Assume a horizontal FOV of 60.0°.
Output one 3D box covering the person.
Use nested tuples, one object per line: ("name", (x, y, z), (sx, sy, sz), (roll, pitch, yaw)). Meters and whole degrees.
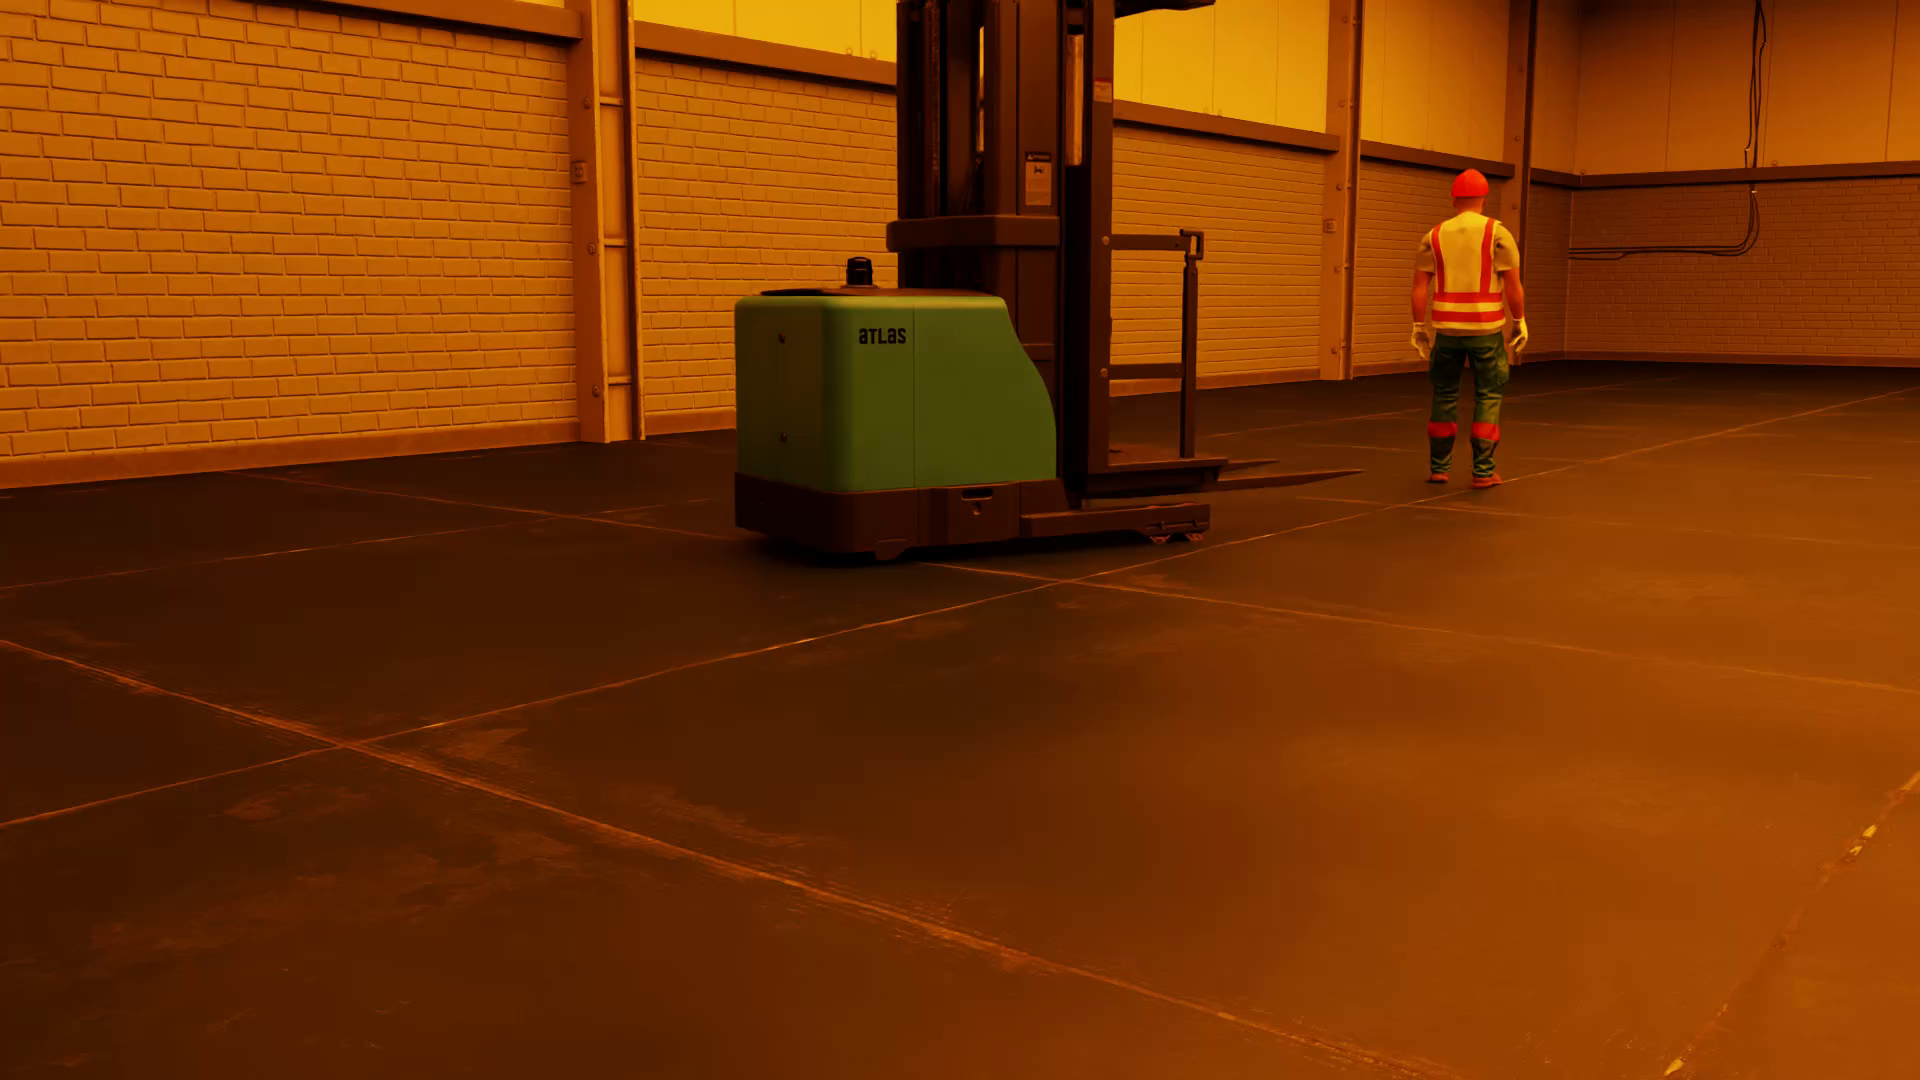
("person", (2.922, -1.186, 9.483), (0.630, 1.814, 0.506), (5, 10, 32))

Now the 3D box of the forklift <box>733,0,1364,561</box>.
("forklift", (0.529, -1.500, 7.534), (3.031, 2.935, 1.130), (-5, 10, -31))
